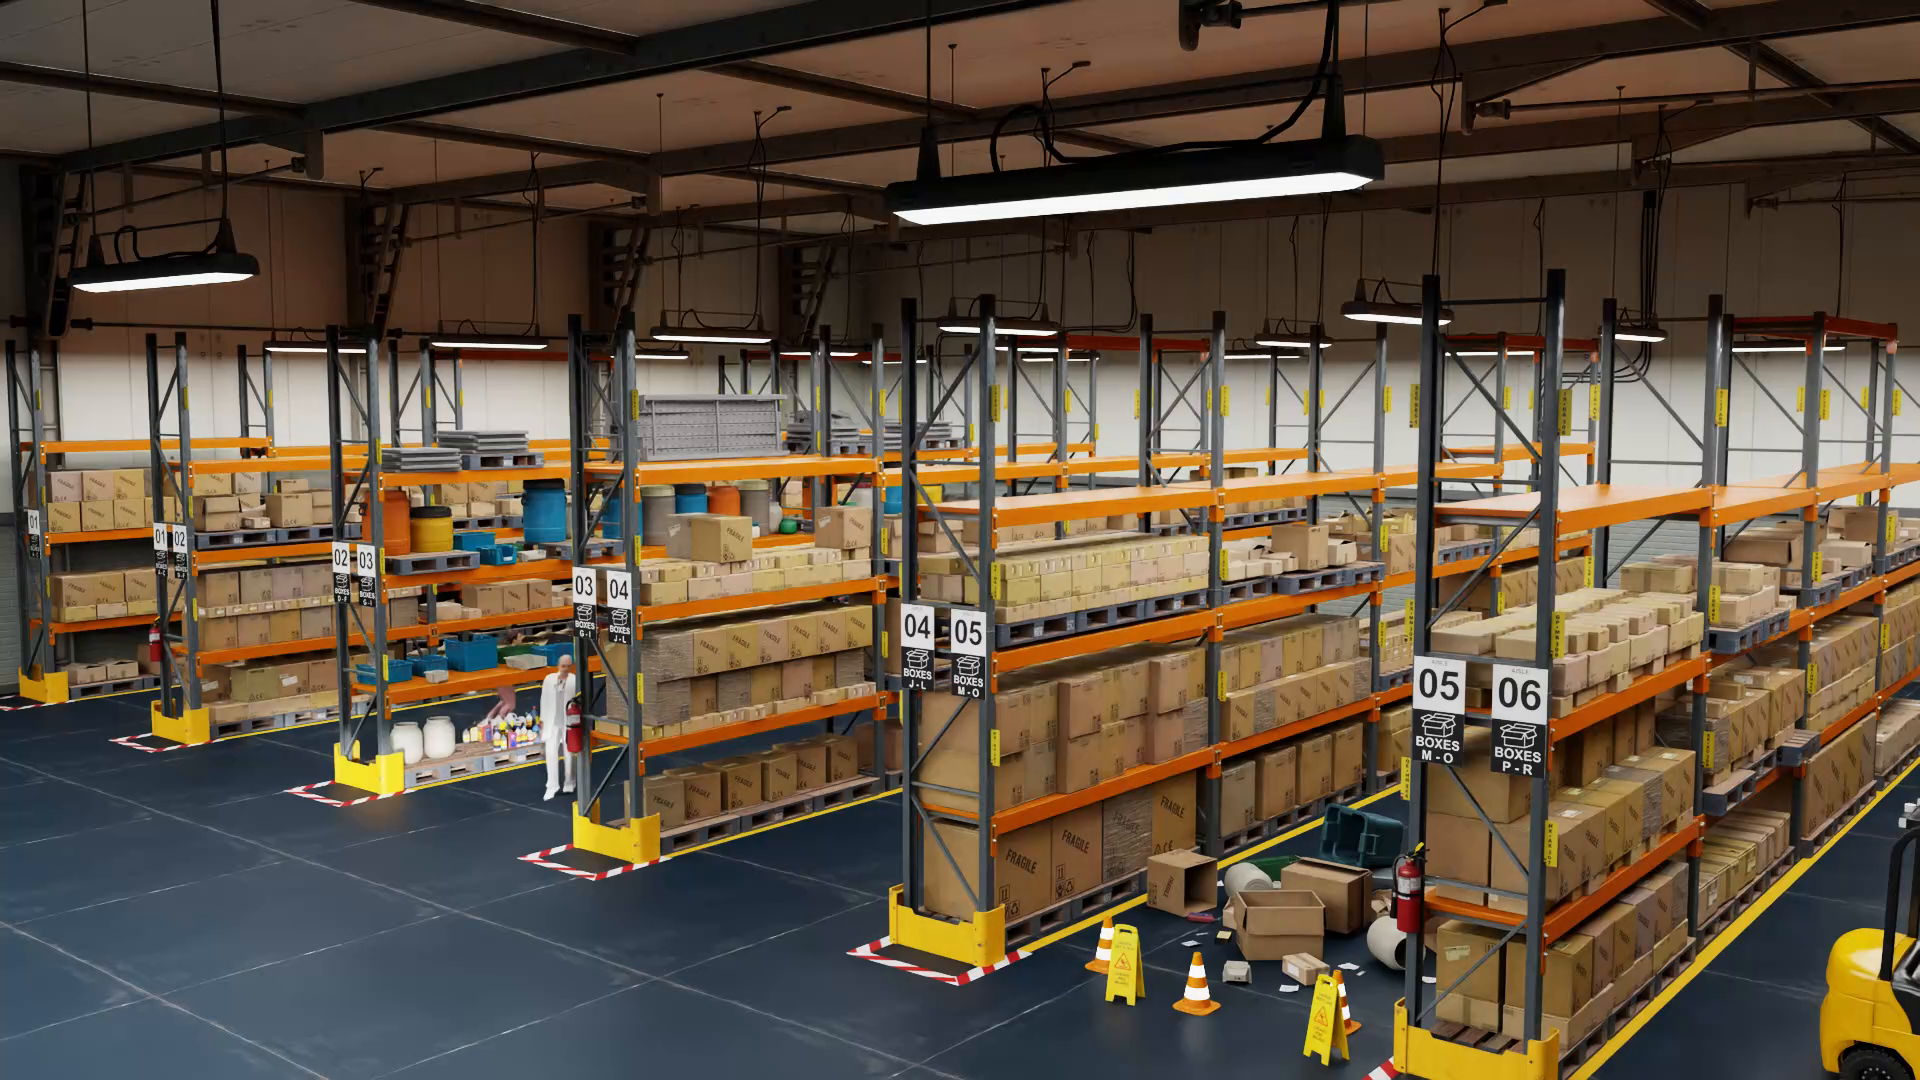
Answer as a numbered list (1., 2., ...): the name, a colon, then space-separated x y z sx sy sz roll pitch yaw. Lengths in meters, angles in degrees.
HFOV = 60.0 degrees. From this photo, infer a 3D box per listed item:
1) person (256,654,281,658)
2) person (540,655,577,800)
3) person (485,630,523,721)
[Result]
1. person: -11.906 1.769 28.502 0.469 1.611 1.042 1 5 7
2. person: -5.092 2.395 21.260 0.611 1.842 0.645 0 5 -4
3. person: -6.835 2.135 25.098 0.590 1.567 0.702 5 7 42
